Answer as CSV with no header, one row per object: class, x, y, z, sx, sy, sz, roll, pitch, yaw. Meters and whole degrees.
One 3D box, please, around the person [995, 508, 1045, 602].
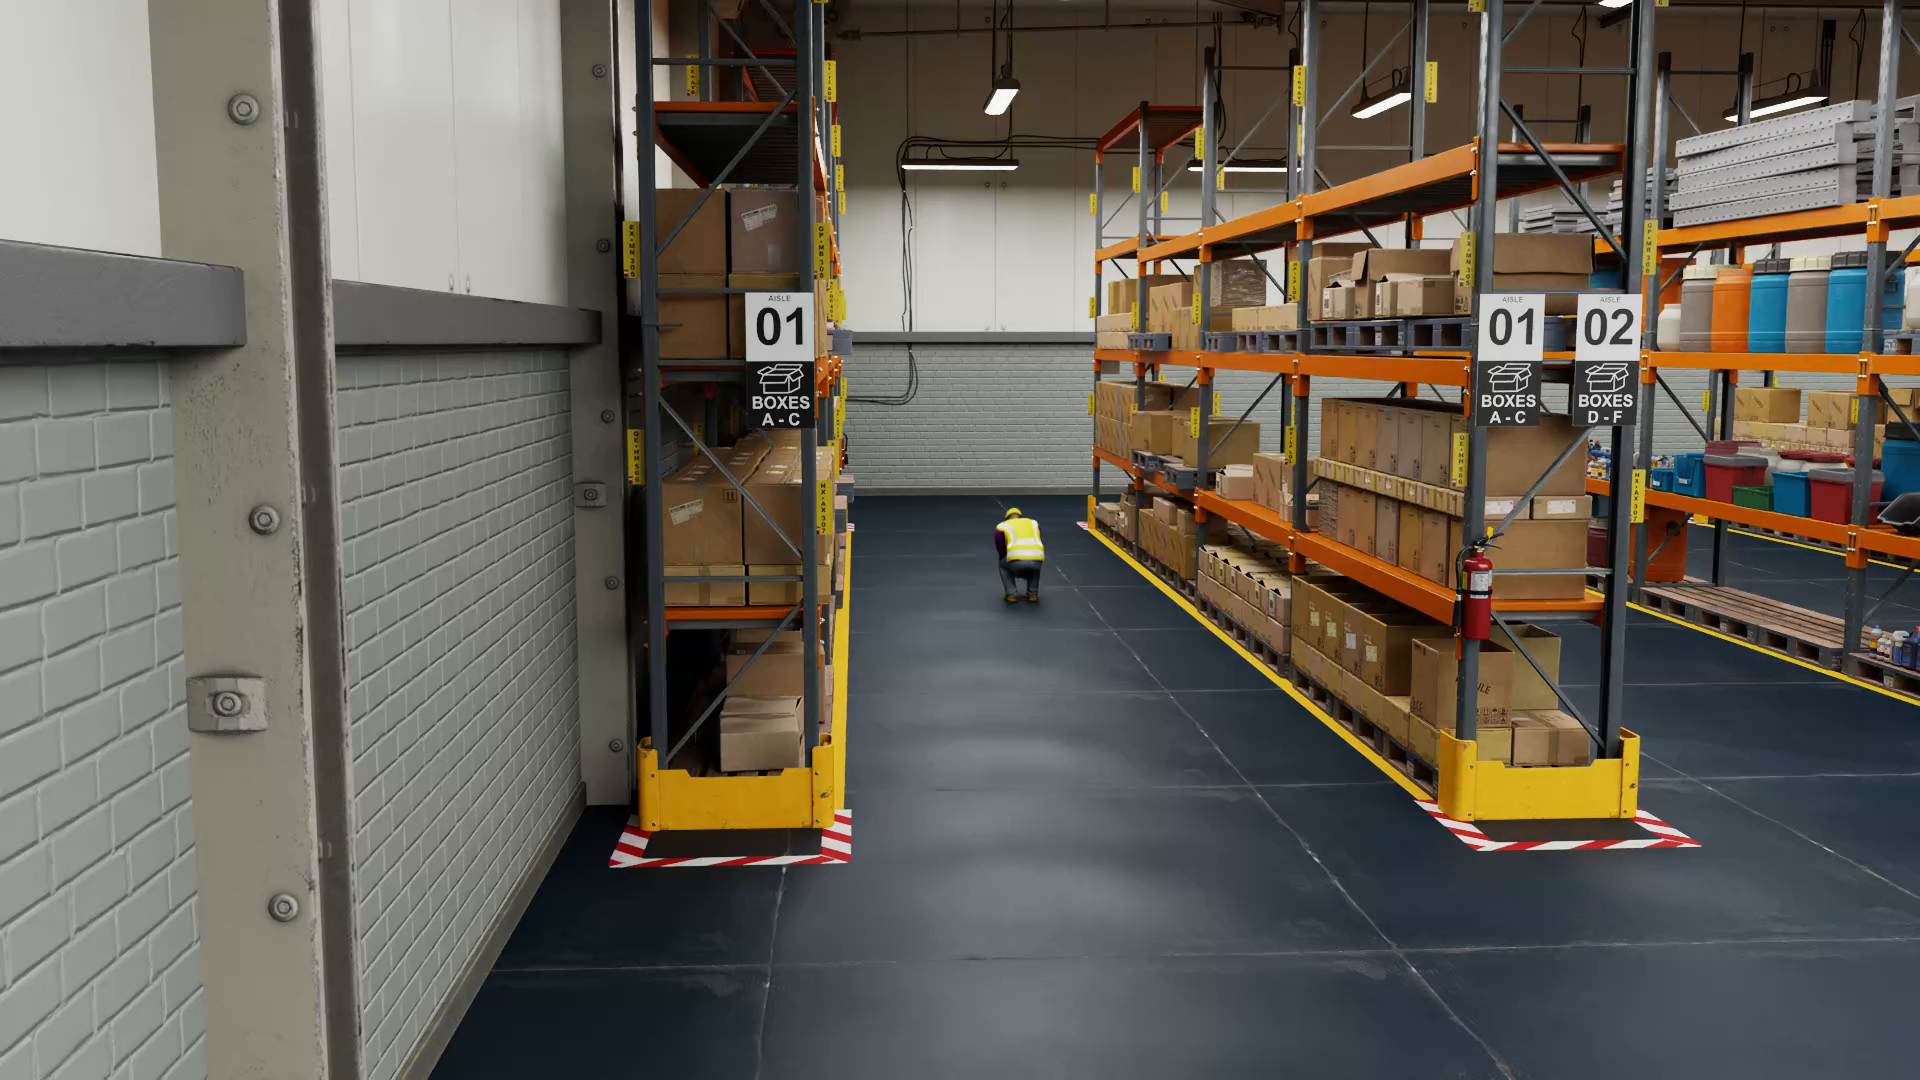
person,0.670,0.170,18.944,0.540,1.011,0.904,-1,7,-5
